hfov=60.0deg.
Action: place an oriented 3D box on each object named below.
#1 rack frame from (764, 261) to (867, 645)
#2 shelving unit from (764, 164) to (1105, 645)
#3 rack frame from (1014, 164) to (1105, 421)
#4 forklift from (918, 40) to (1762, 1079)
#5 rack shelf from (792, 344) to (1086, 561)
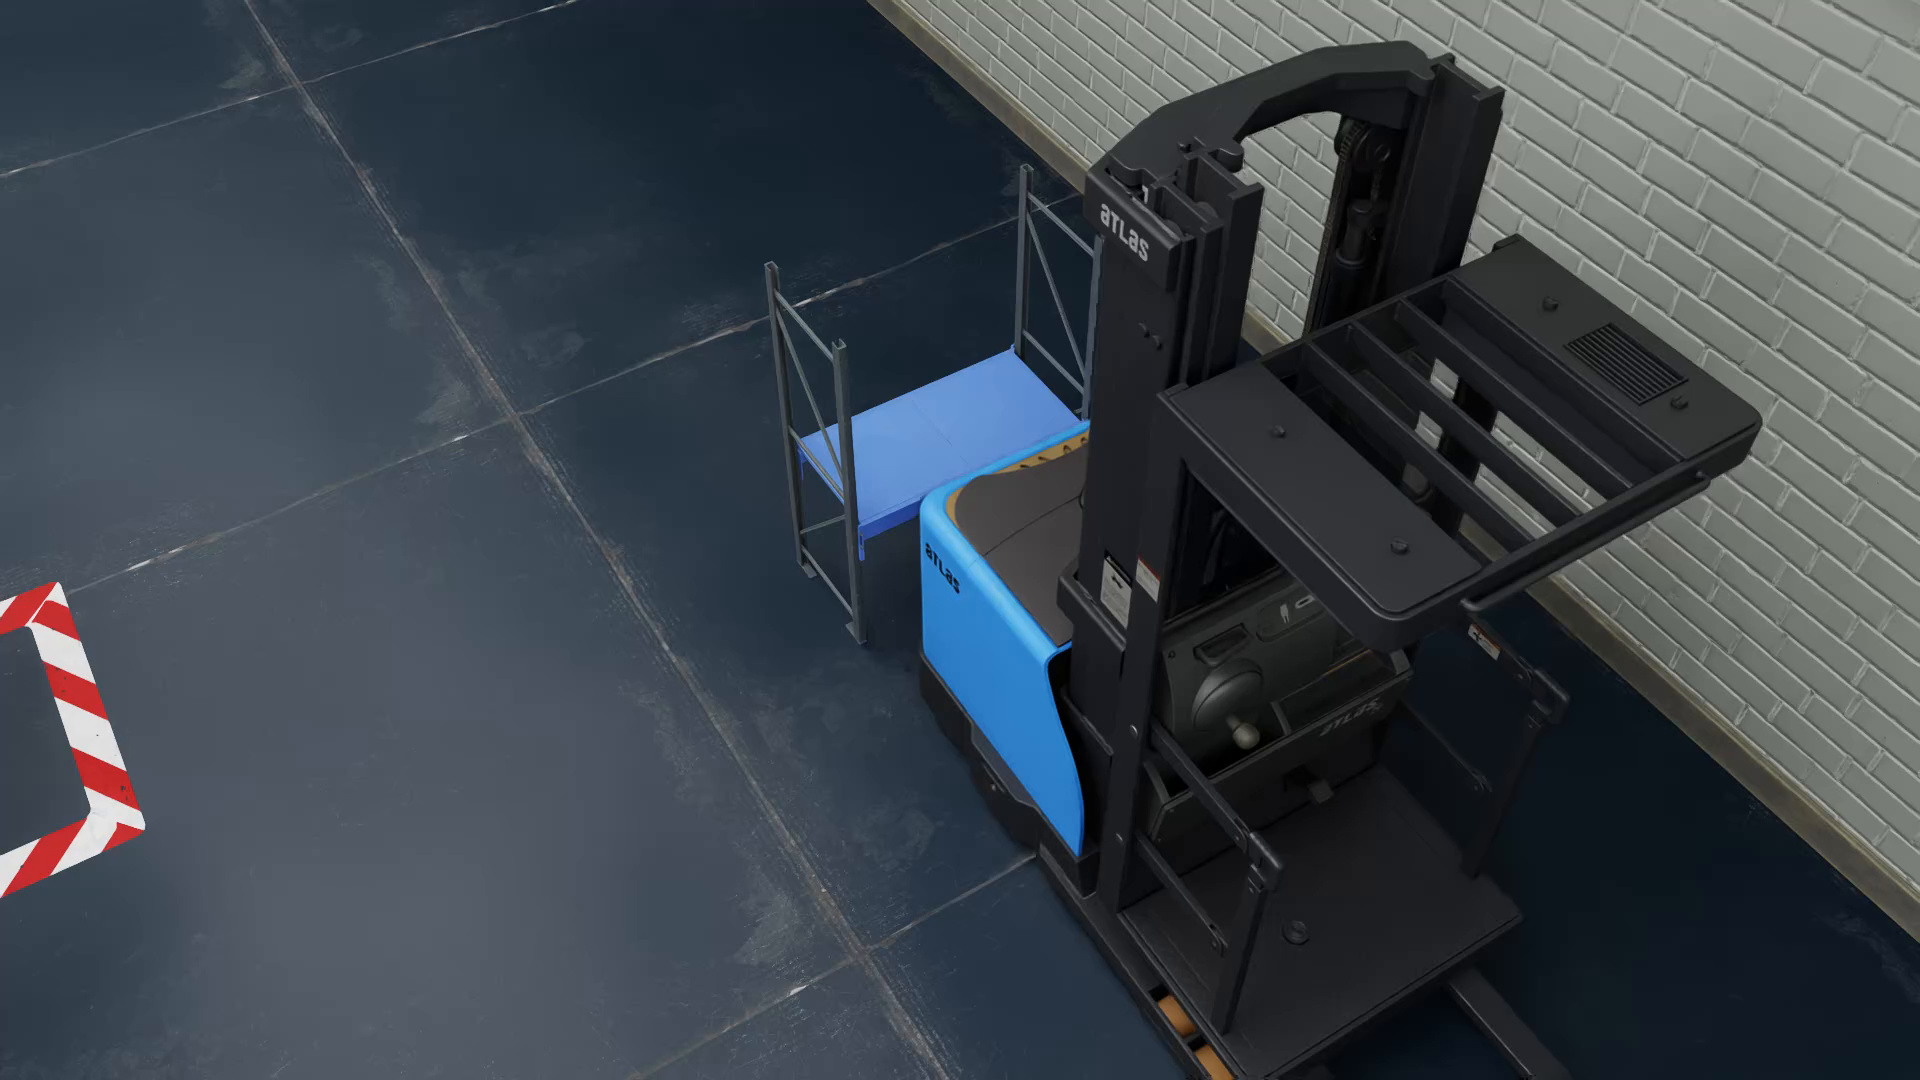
[{"bbox_3d":[-0.502,-0.262,5.925,0.032,1.500,0.500,-25,53,-21],"label":"rack frame"},{"bbox_3d":[-0.072,-0.465,6.105,1.048,1.500,0.538,-25,53,-21],"label":"shelving unit"},{"bbox_3d":[0.358,-0.667,6.285,0.032,1.500,0.500,-25,53,-21],"label":"rack frame"},{"bbox_3d":[1.052,0.345,4.426,1.130,2.935,3.031,-25,53,-20],"label":"forklift"},{"bbox_3d":[-0.072,-0.345,6.239,1.000,0.185,0.538,-25,53,-21],"label":"rack shelf"}]
